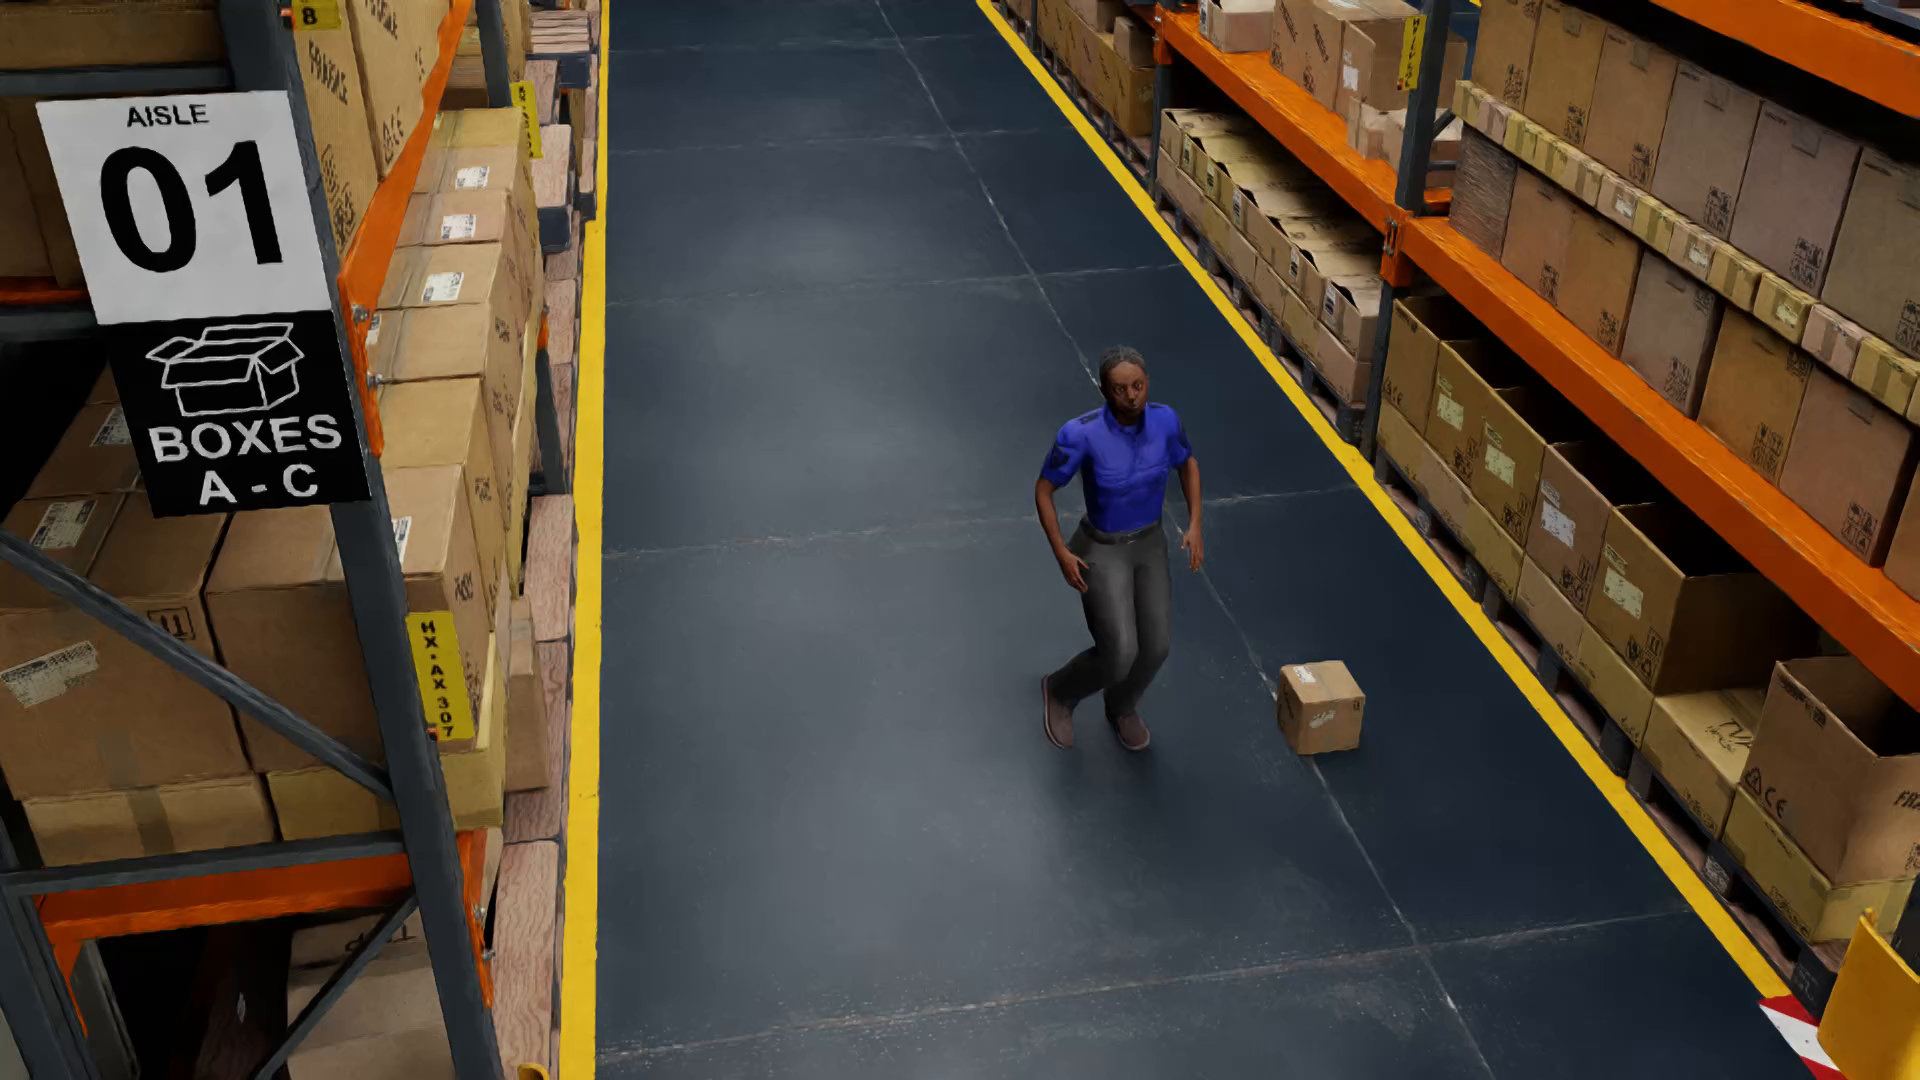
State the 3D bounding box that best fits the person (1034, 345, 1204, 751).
[{"bbox_3d":[0.626,0.067,6.067,0.621,1.626,0.472,-17,35,-26],"label":"person"}]
